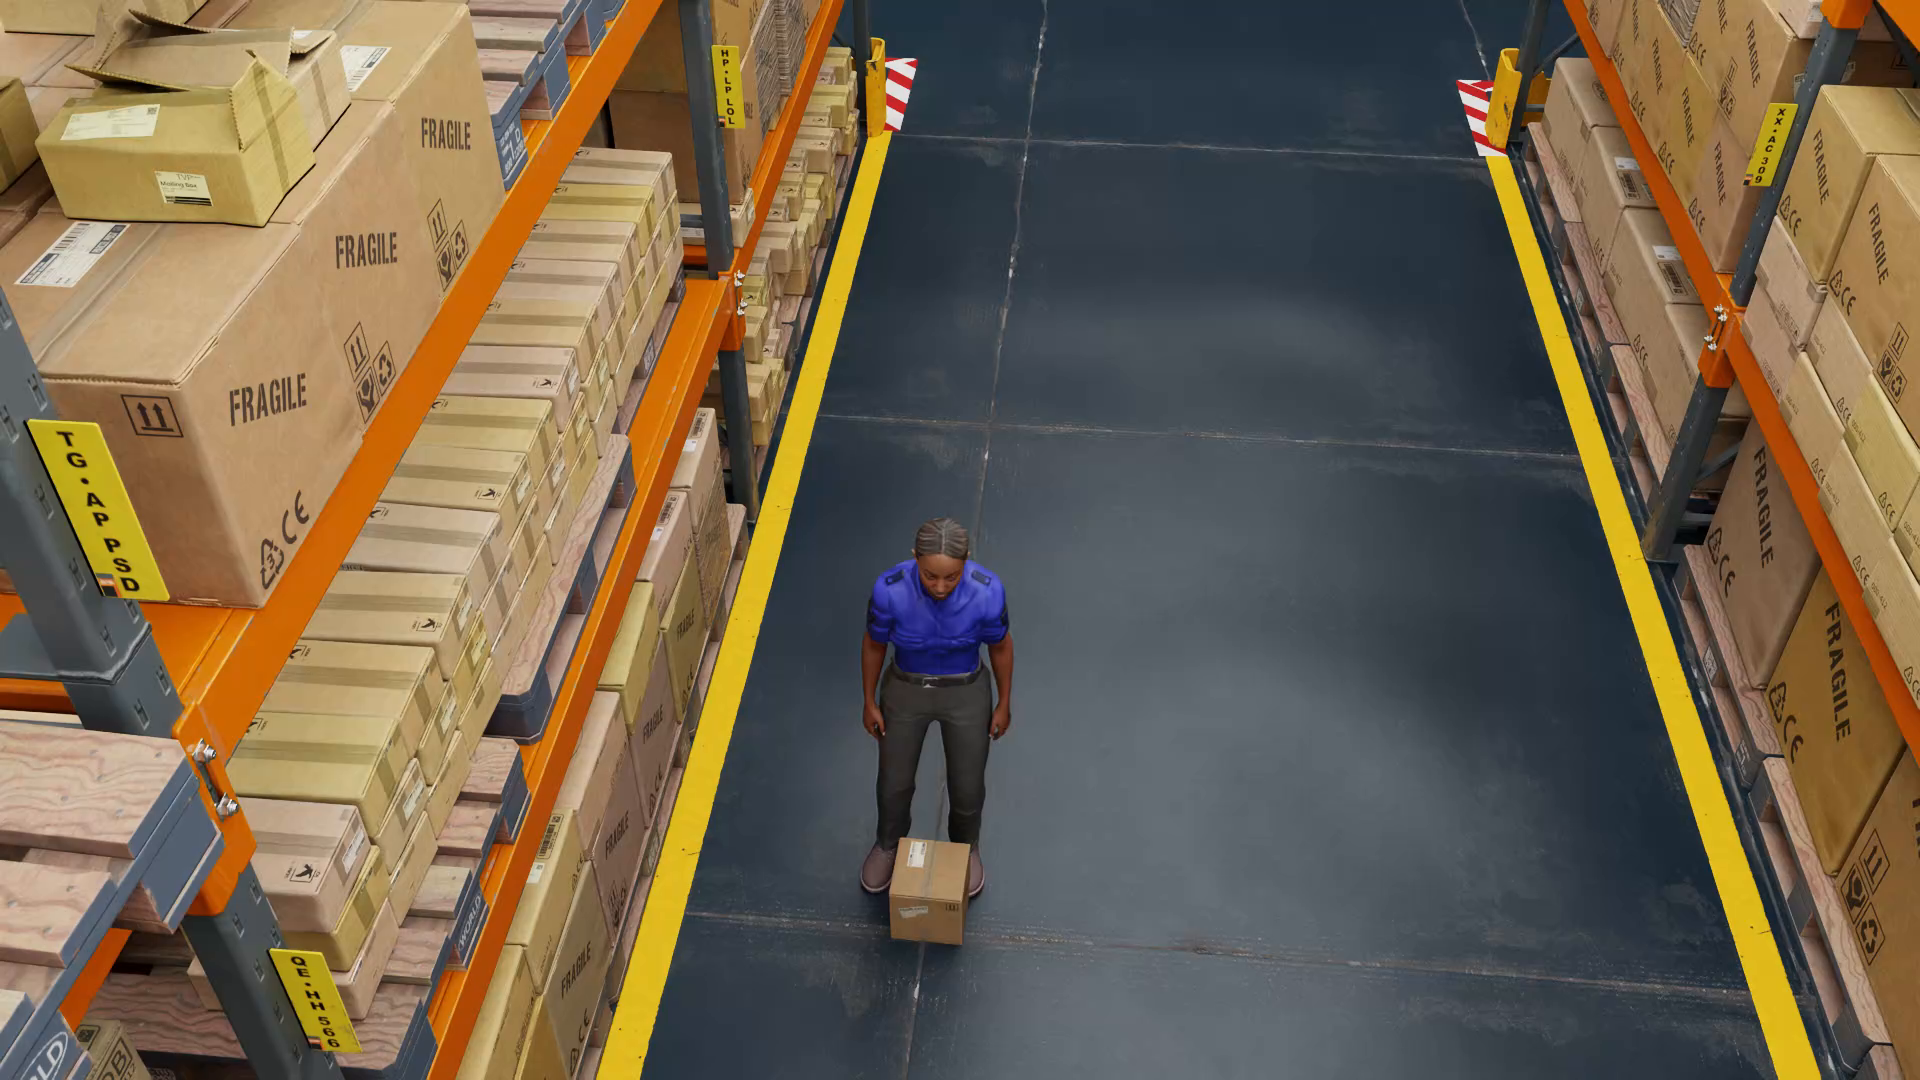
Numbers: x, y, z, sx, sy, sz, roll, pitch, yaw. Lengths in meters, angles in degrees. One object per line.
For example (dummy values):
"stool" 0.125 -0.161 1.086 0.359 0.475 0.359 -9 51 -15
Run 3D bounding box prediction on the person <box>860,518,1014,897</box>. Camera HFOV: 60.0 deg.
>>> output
"person" -0.090 0.539 5.525 0.531 1.654 0.351 1 40 1
